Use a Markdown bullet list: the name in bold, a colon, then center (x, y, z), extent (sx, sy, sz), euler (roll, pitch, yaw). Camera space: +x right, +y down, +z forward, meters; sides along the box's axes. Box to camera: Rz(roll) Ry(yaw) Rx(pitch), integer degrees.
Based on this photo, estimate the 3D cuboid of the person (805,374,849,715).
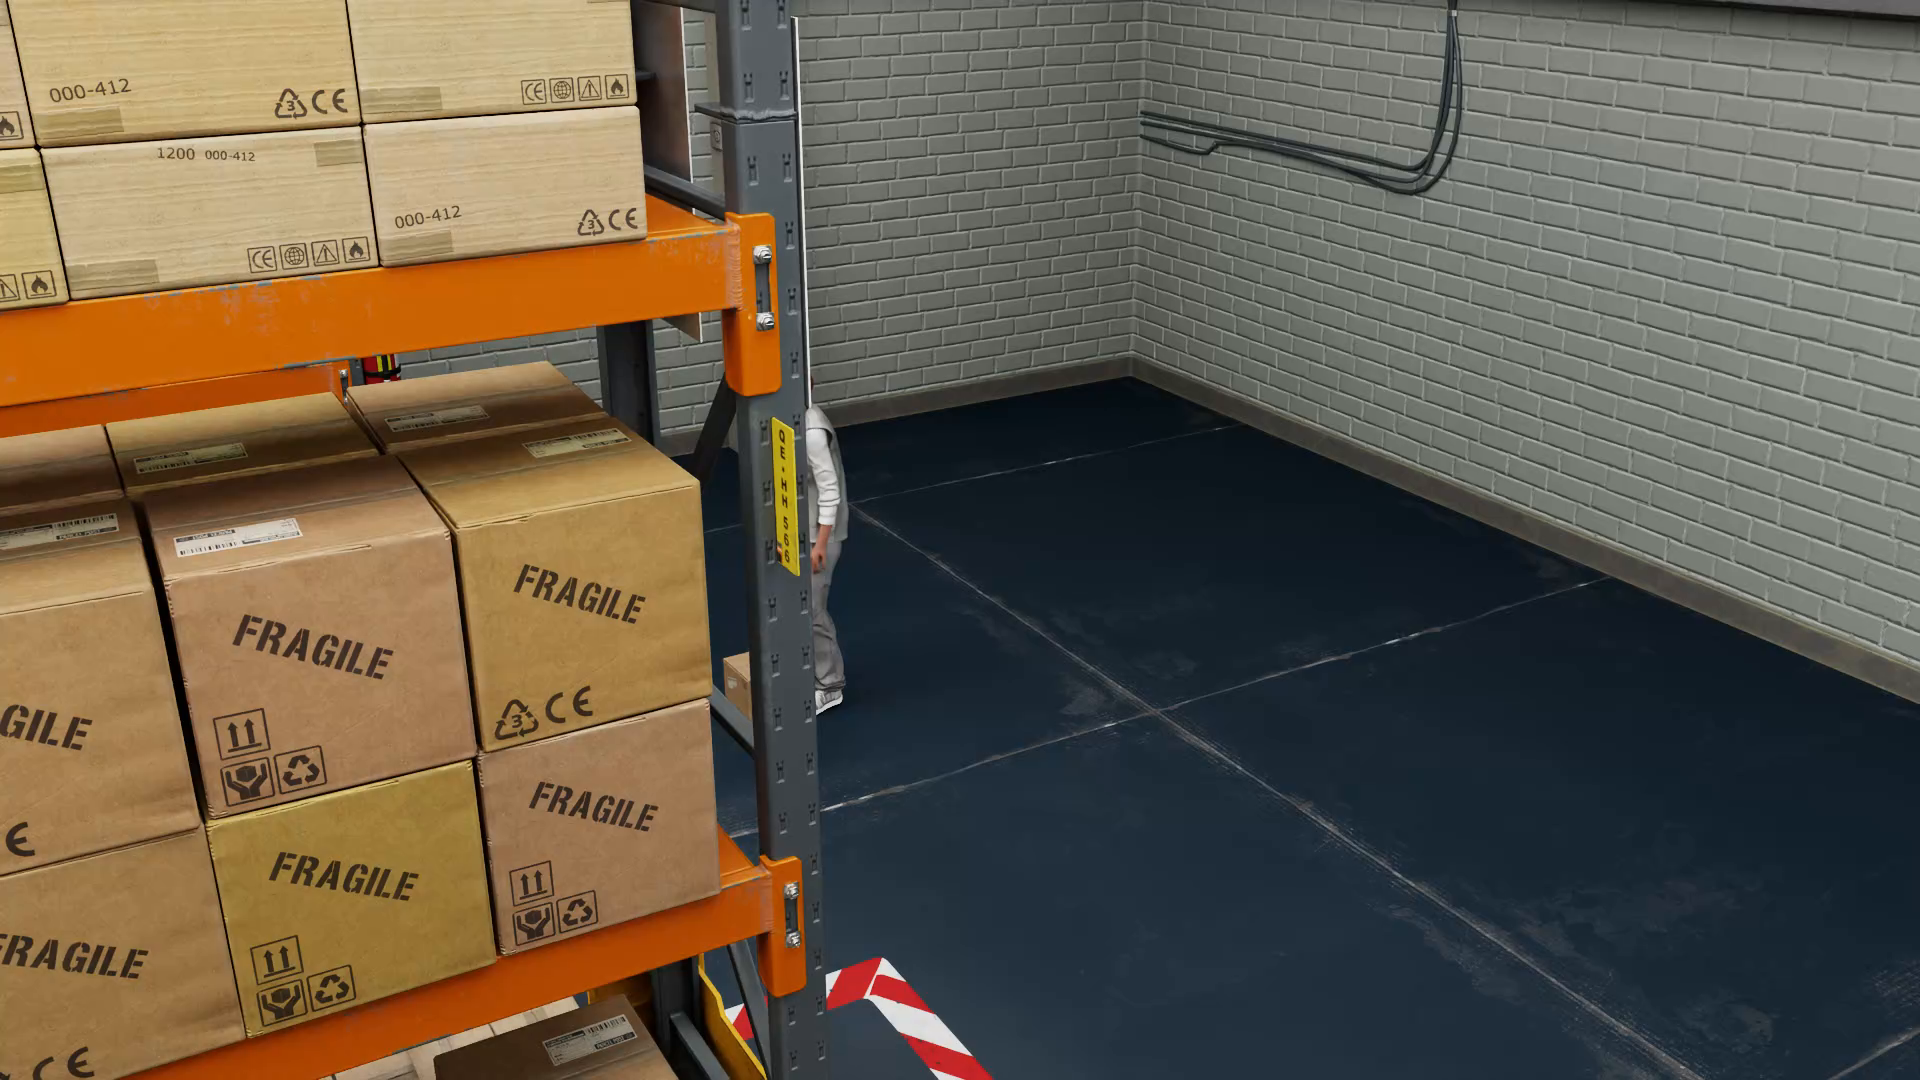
- **person**: center (-0.670, -0.022, 7.157), extent (0.349, 1.593, 0.466), euler (-13, 25, -29)
